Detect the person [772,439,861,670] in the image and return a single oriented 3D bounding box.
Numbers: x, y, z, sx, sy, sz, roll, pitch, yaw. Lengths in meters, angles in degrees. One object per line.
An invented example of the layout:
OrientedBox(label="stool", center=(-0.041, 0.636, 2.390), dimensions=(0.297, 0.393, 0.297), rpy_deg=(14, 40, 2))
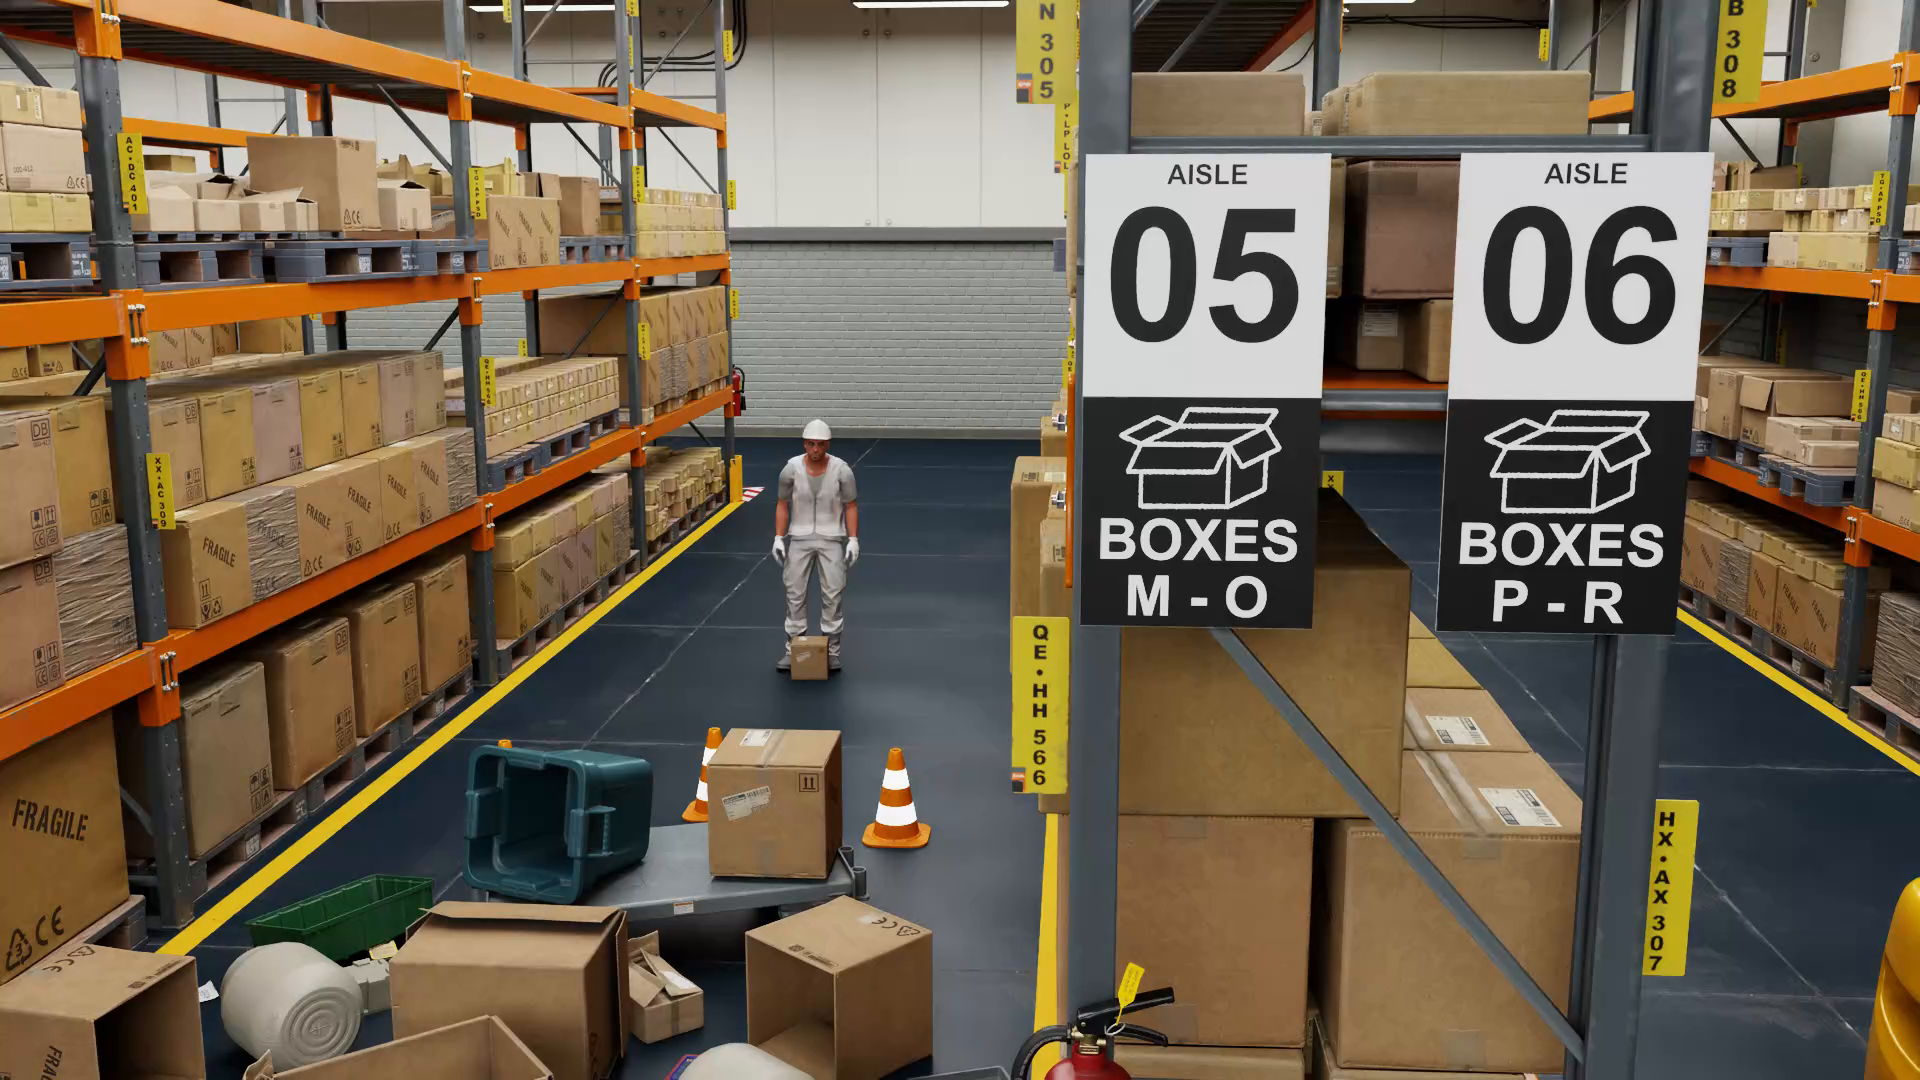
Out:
OrientedBox(label="person", center=(-13.990, 1.446, 4.286), dimensions=(26.309, 1.734, 16.022), rpy_deg=(0, 11, 1))
